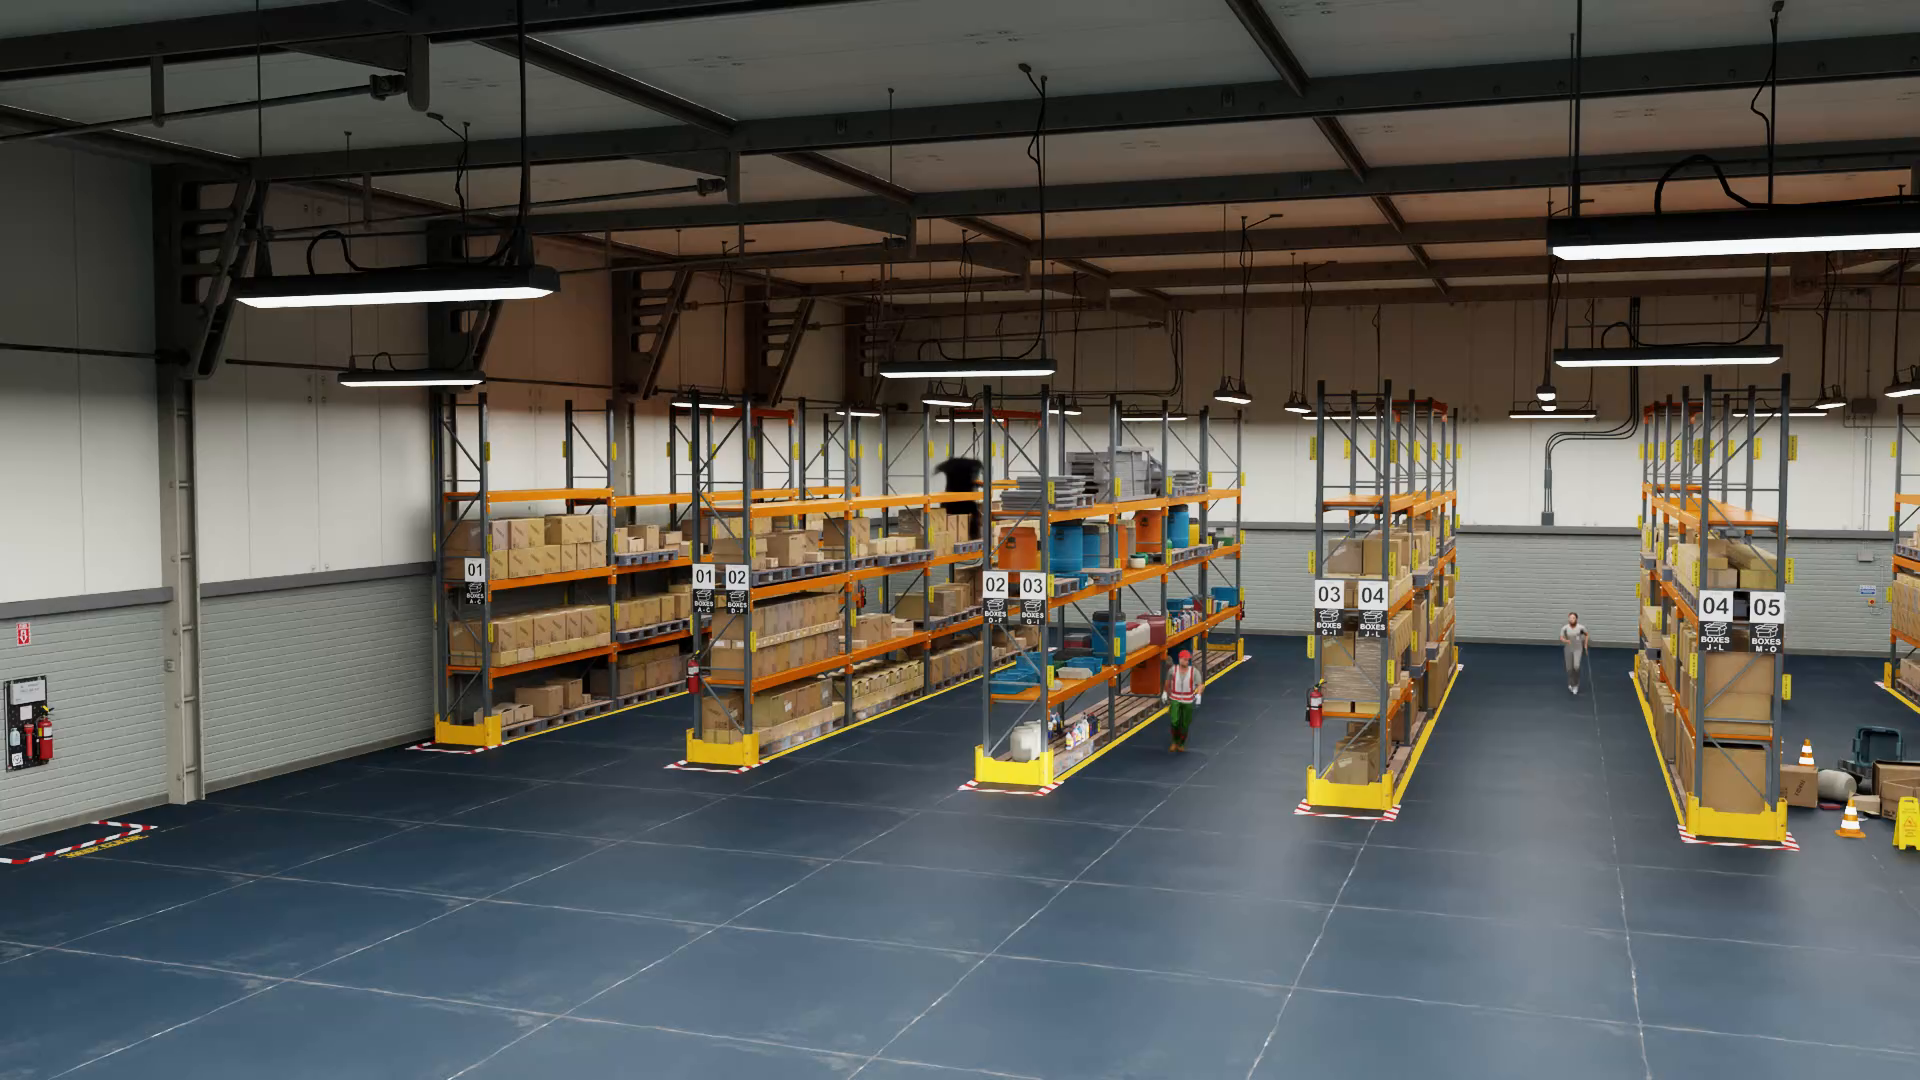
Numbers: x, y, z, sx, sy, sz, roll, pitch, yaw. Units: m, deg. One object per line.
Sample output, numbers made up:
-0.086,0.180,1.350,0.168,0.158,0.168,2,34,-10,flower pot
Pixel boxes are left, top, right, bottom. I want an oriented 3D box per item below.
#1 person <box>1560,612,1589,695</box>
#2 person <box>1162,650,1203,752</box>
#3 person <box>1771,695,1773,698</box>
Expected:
12.698,2.339,34.399,0.547,1.690,0.792,1,3,24,person
3.664,2.660,27.342,0.658,1.726,0.797,0,3,5,person
16.344,2.430,33.634,0.727,1.588,0.973,0,3,-5,person
